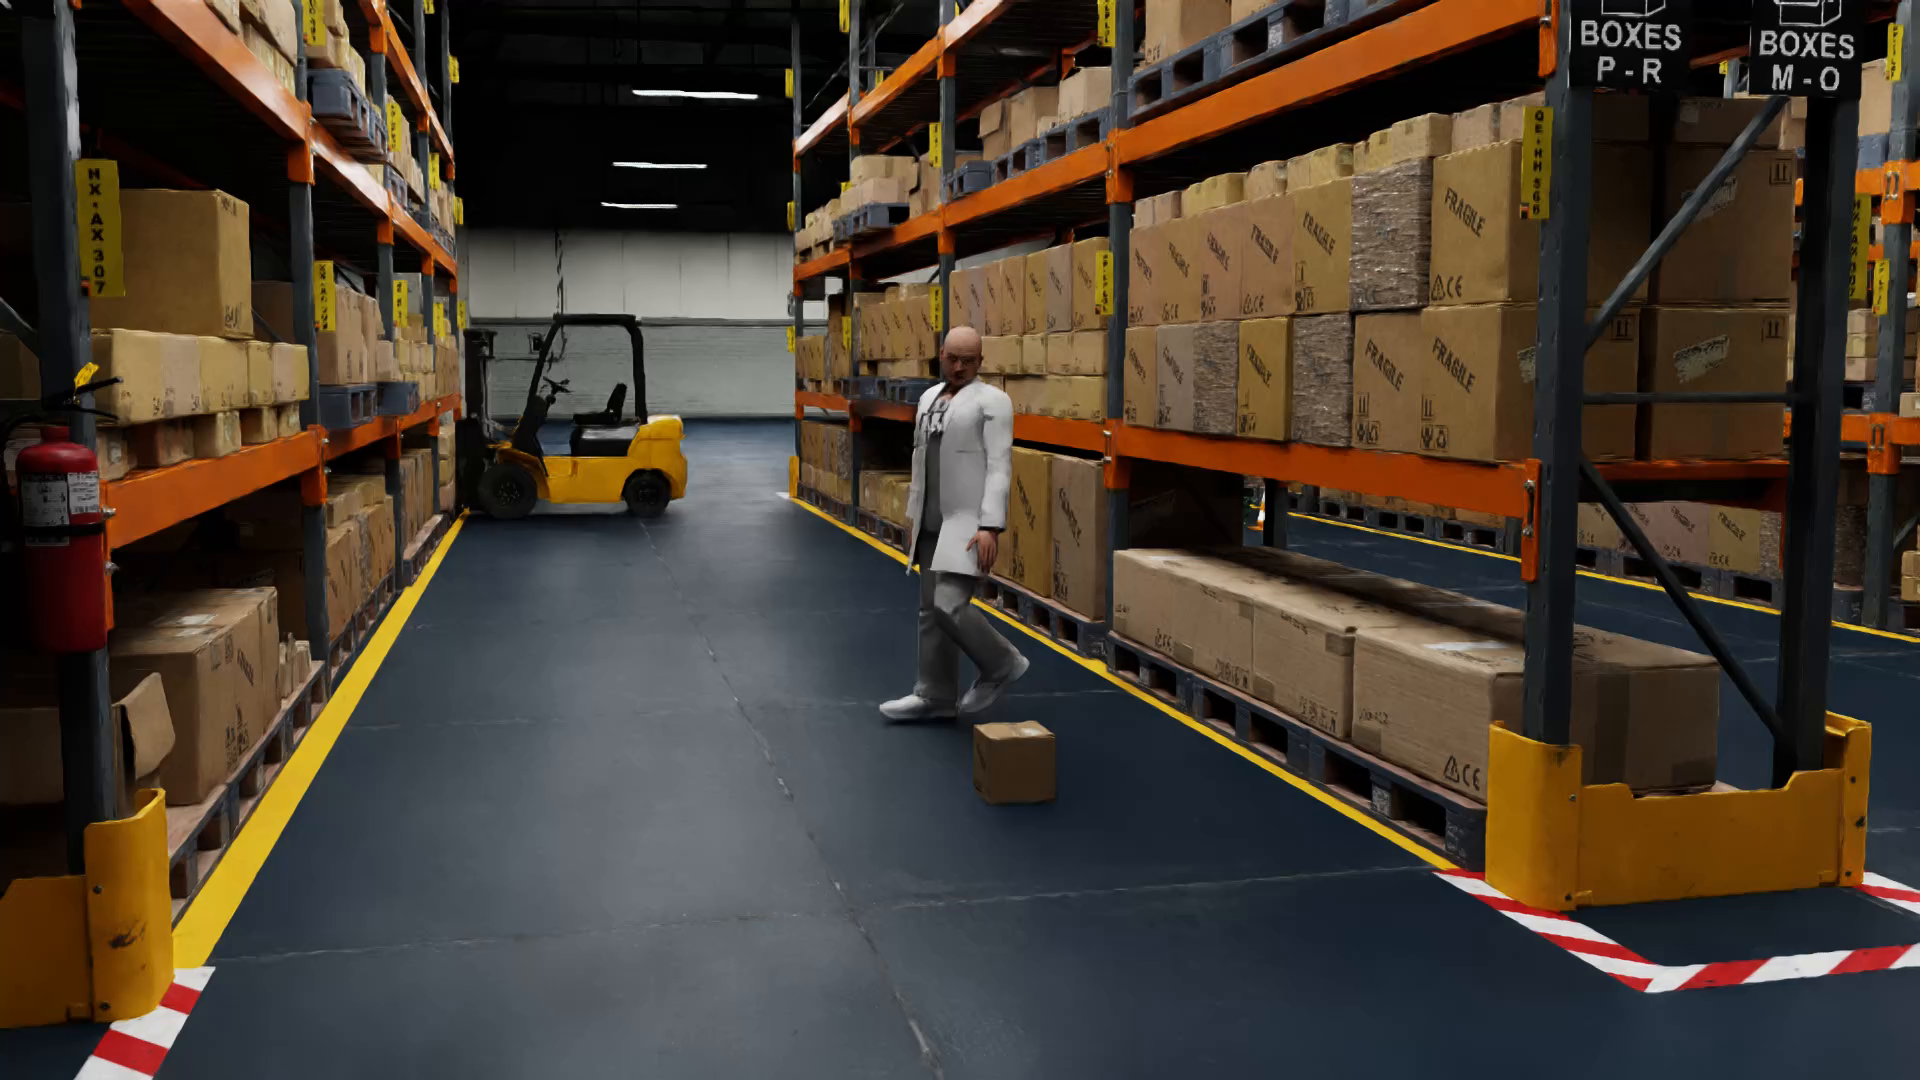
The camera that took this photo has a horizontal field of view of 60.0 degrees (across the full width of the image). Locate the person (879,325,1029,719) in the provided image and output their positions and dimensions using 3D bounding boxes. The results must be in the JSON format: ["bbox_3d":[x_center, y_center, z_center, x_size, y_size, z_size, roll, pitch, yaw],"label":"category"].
[{"bbox_3d":[0.018,0.035,7.349,0.565,1.575,0.653,-5,8,-39],"label":"person"}]
